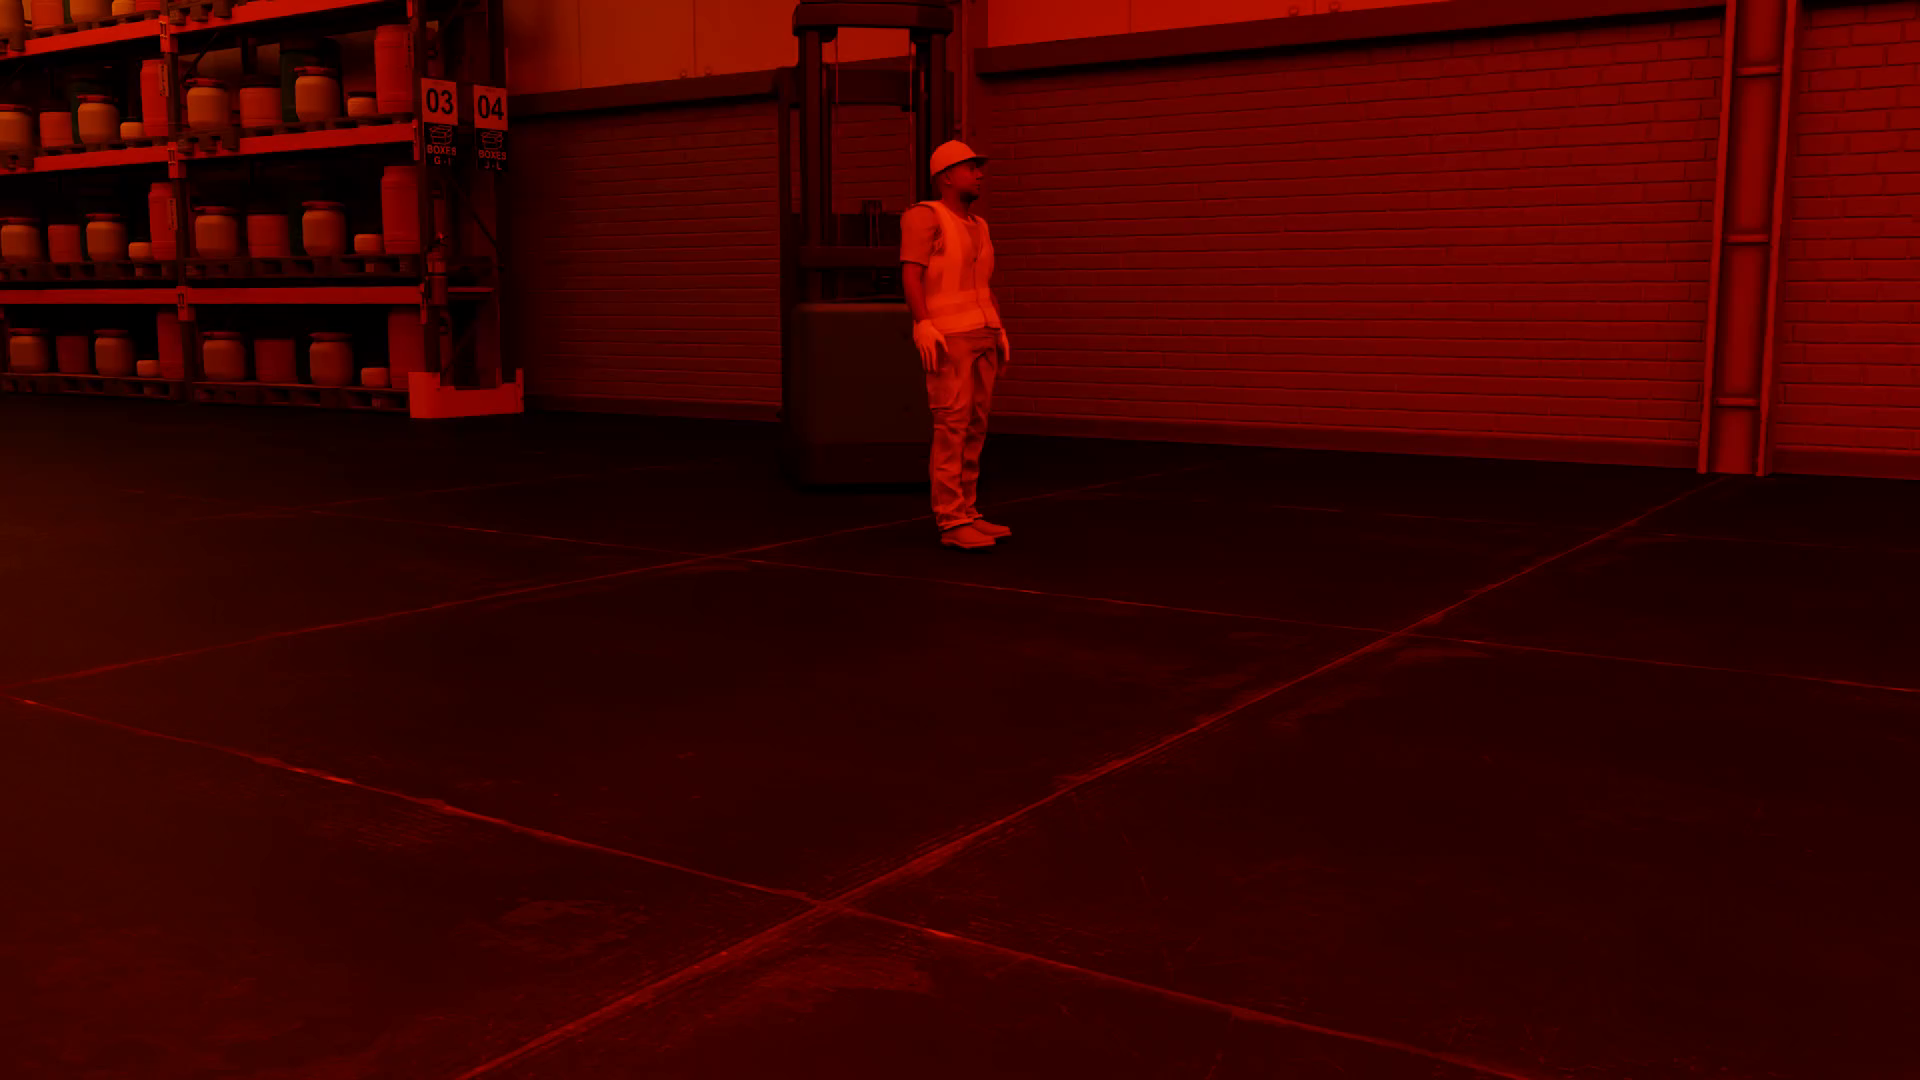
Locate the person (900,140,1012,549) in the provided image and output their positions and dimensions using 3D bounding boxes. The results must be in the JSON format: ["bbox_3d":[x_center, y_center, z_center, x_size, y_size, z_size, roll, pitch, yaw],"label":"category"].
[{"bbox_3d":[0.056,-0.883,7.431,0.575,1.784,0.656,5,10,34],"label":"person"}]

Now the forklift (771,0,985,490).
[{"bbox_3d":[-0.619,-1.911,10.629,1.130,2.935,3.031,-1,8,-10],"label":"forklift"}]
